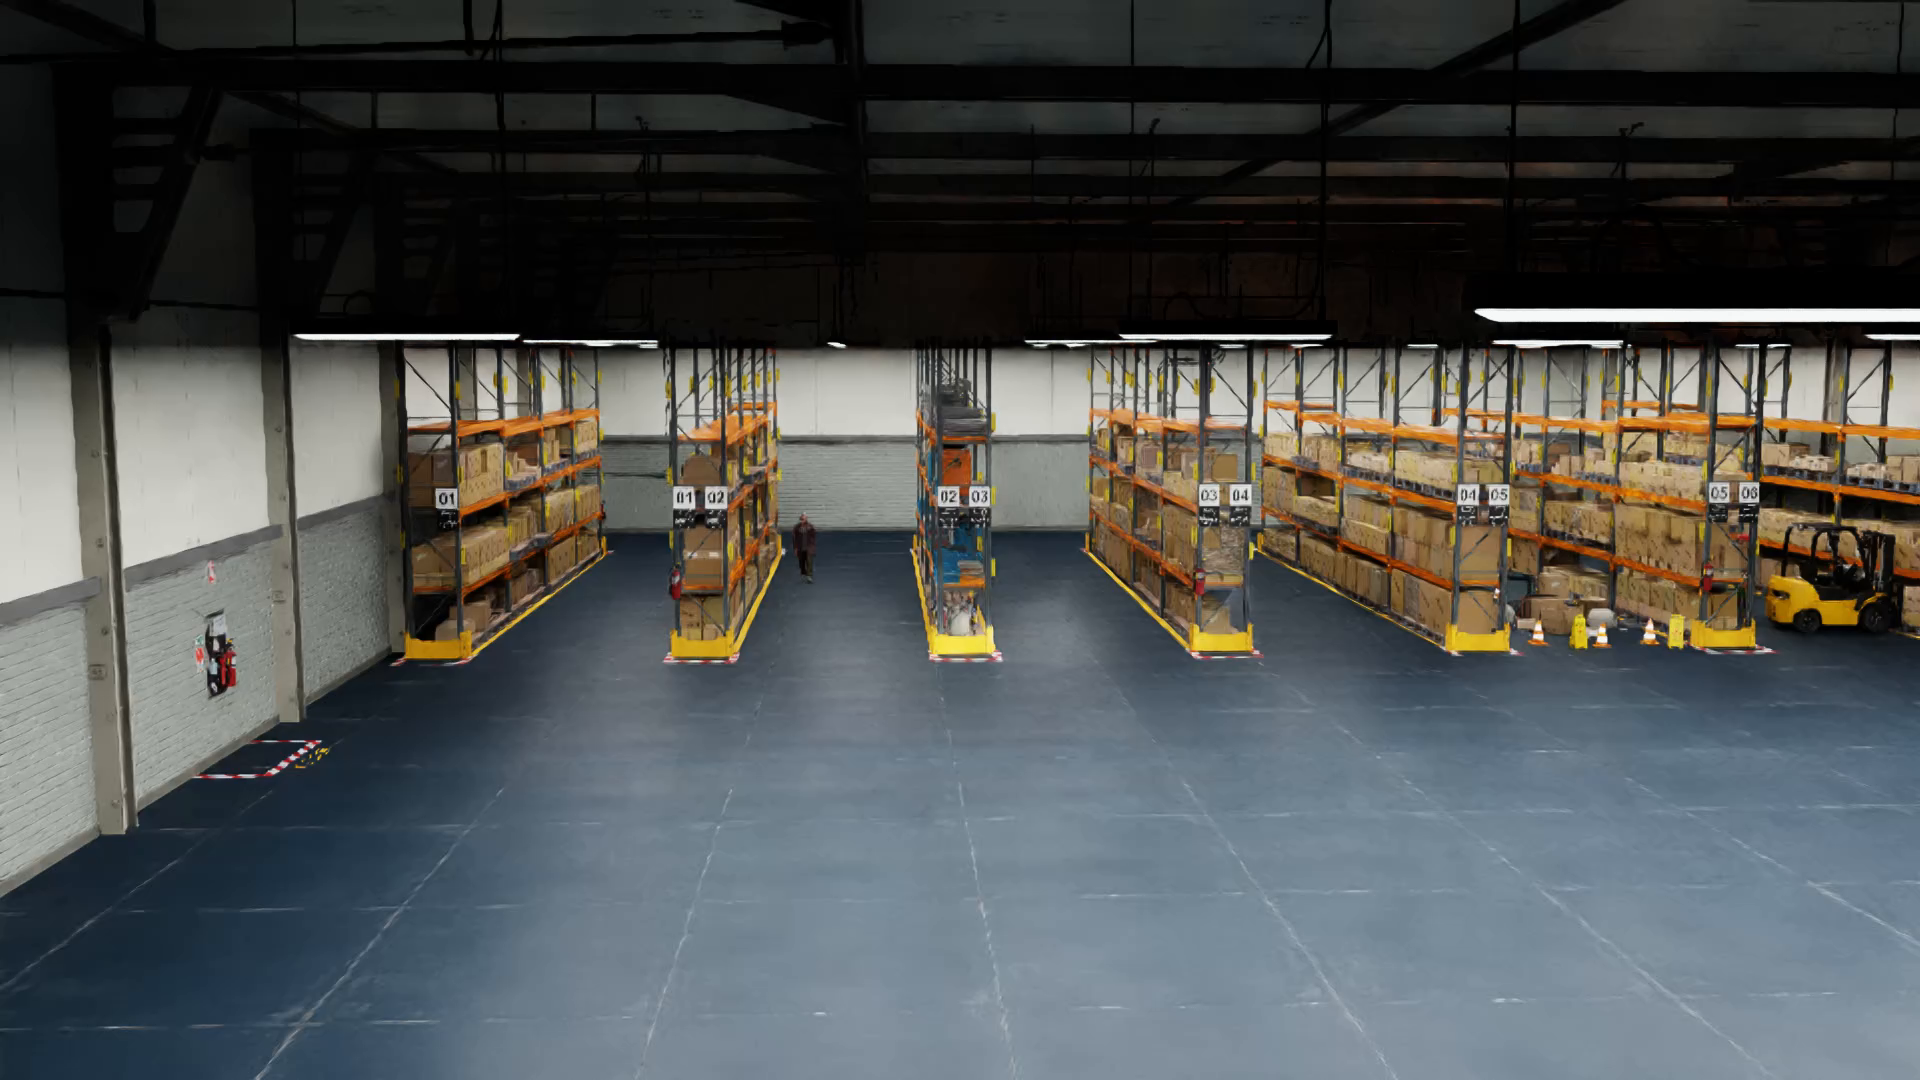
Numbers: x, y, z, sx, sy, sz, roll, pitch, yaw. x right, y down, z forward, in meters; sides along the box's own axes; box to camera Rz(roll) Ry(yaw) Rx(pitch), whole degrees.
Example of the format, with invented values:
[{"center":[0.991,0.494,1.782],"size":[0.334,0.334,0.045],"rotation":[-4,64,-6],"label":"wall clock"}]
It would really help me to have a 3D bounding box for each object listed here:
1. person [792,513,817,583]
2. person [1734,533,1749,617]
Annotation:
[{"center":[-3.867,0.176,41.273],"size":[0.598,1.698,1.192],"rotation":[0,6,-1],"label":"person"},{"center":[16.852,0.741,35.971],"size":[0.532,1.782,0.651],"rotation":[3,7,21],"label":"person"}]
